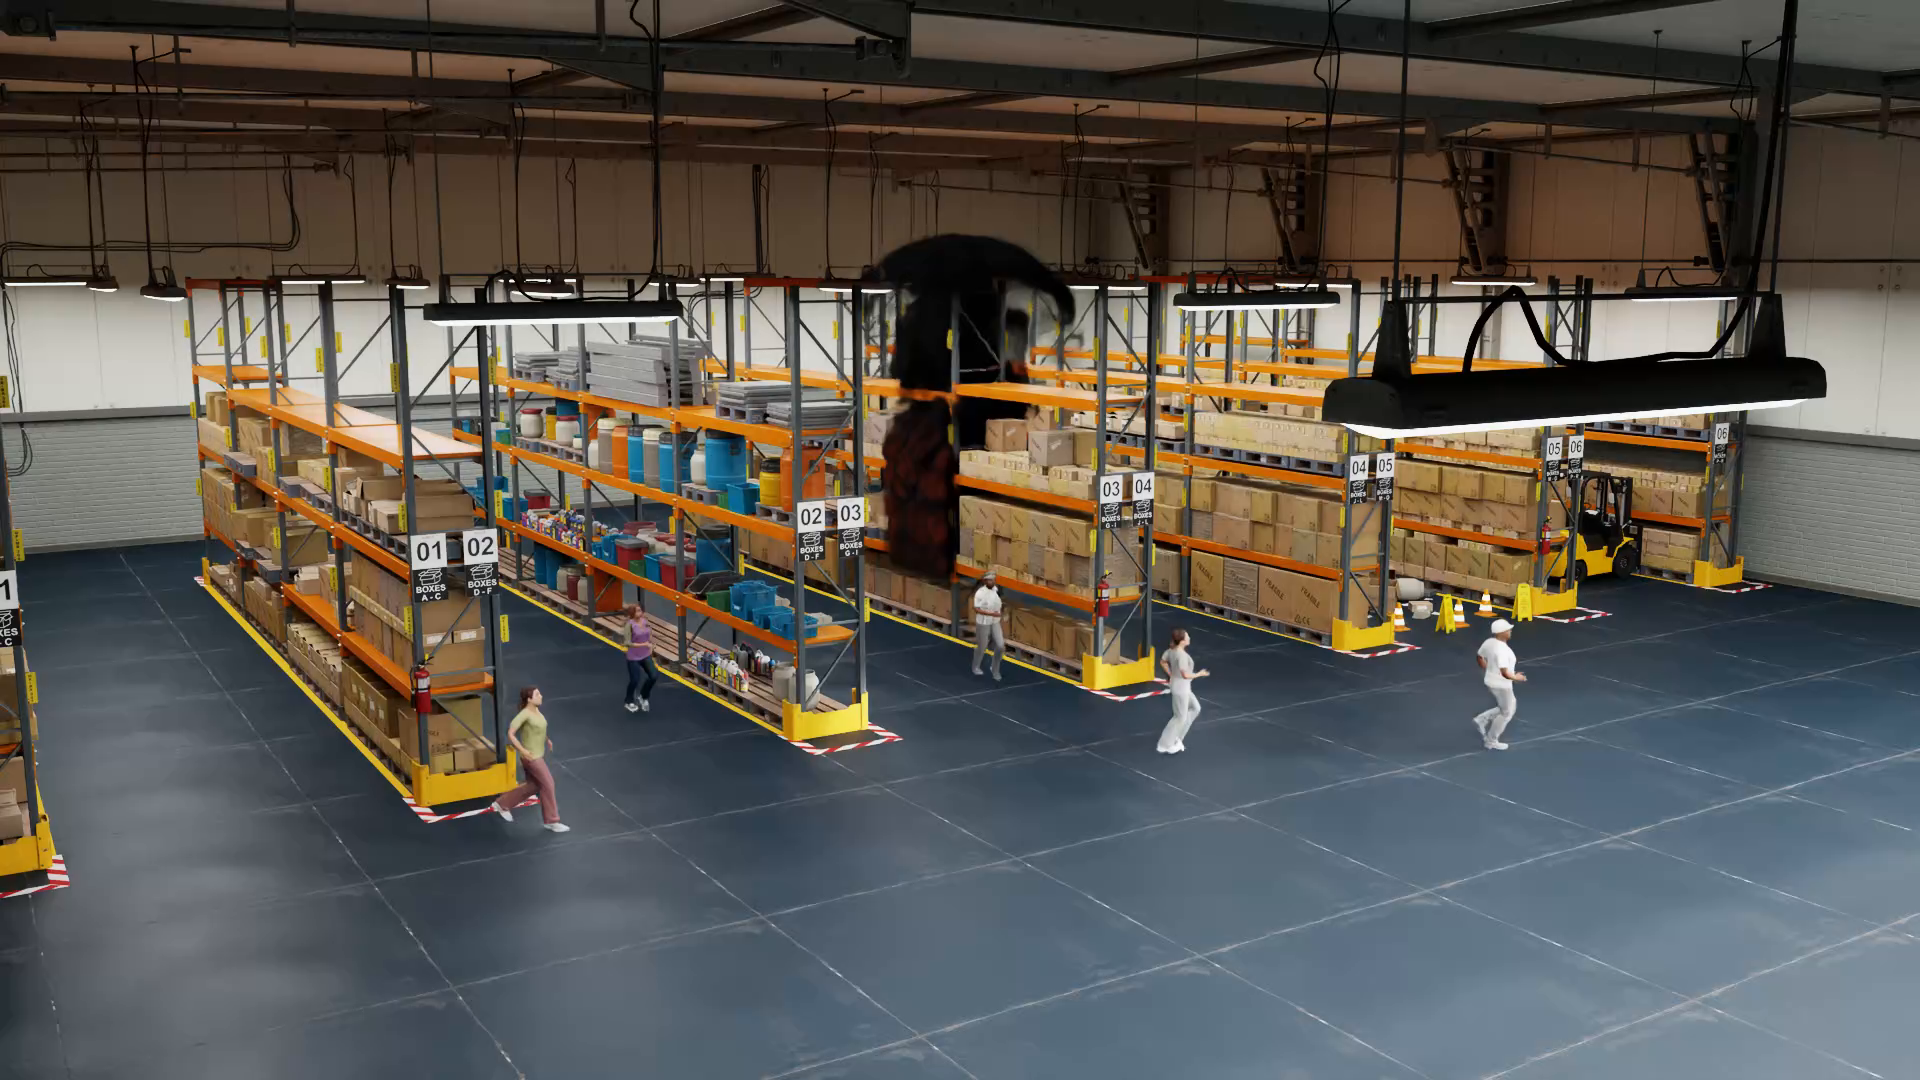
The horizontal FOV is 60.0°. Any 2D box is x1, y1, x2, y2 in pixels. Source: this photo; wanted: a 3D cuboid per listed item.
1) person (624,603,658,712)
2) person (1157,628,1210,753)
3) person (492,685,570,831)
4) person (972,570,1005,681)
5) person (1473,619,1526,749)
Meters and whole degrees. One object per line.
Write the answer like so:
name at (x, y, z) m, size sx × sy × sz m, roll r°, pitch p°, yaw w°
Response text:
person at (-4.489, 1.658, 23.325) m, size 0.644 × 1.578 × 0.510 m, roll 9°, pitch 13°, yaw 42°
person at (2.875, 1.946, 21.466) m, size 0.665 × 1.649 × 0.533 m, roll -1°, pitch 10°, yaw -5°
person at (-4.828, 2.439, 18.602) m, size 0.887 × 1.676 × 0.599 m, roll 0°, pitch 10°, yaw -1°
person at (0.456, 1.305, 25.296) m, size 0.589 × 1.756 × 0.723 m, roll -6°, pitch 11°, yaw -33°
person at (7.051, 1.878, 21.690) m, size 0.582 × 1.723 × 0.700 m, roll 0°, pitch 10°, yaw -1°
